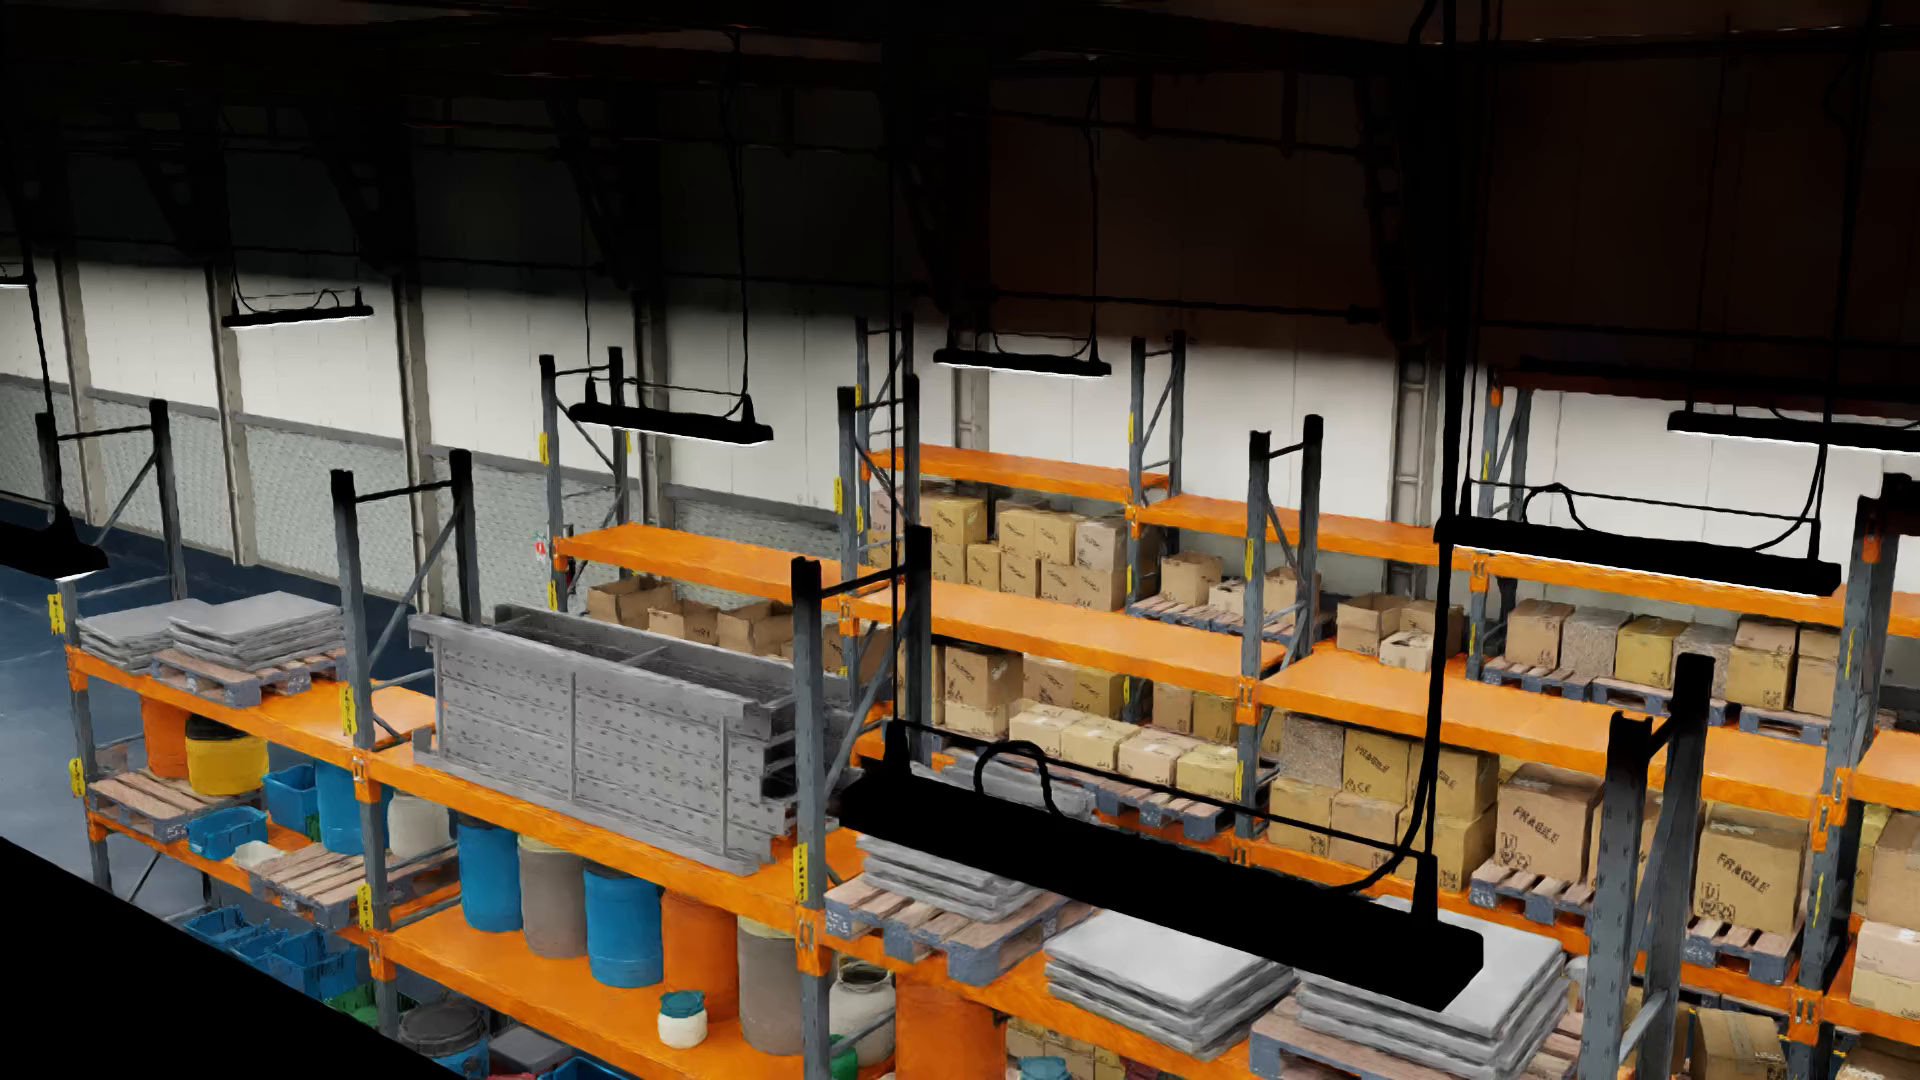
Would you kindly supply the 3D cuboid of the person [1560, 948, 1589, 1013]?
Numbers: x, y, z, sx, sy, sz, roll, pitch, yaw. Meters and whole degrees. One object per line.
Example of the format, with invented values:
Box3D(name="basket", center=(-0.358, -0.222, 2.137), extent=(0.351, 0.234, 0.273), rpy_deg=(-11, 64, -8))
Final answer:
Box3D(name="person", center=(5.200, 4.058, 13.956), extent=(0.552, 1.740, 0.677), rpy_deg=(9, 16, 34))
